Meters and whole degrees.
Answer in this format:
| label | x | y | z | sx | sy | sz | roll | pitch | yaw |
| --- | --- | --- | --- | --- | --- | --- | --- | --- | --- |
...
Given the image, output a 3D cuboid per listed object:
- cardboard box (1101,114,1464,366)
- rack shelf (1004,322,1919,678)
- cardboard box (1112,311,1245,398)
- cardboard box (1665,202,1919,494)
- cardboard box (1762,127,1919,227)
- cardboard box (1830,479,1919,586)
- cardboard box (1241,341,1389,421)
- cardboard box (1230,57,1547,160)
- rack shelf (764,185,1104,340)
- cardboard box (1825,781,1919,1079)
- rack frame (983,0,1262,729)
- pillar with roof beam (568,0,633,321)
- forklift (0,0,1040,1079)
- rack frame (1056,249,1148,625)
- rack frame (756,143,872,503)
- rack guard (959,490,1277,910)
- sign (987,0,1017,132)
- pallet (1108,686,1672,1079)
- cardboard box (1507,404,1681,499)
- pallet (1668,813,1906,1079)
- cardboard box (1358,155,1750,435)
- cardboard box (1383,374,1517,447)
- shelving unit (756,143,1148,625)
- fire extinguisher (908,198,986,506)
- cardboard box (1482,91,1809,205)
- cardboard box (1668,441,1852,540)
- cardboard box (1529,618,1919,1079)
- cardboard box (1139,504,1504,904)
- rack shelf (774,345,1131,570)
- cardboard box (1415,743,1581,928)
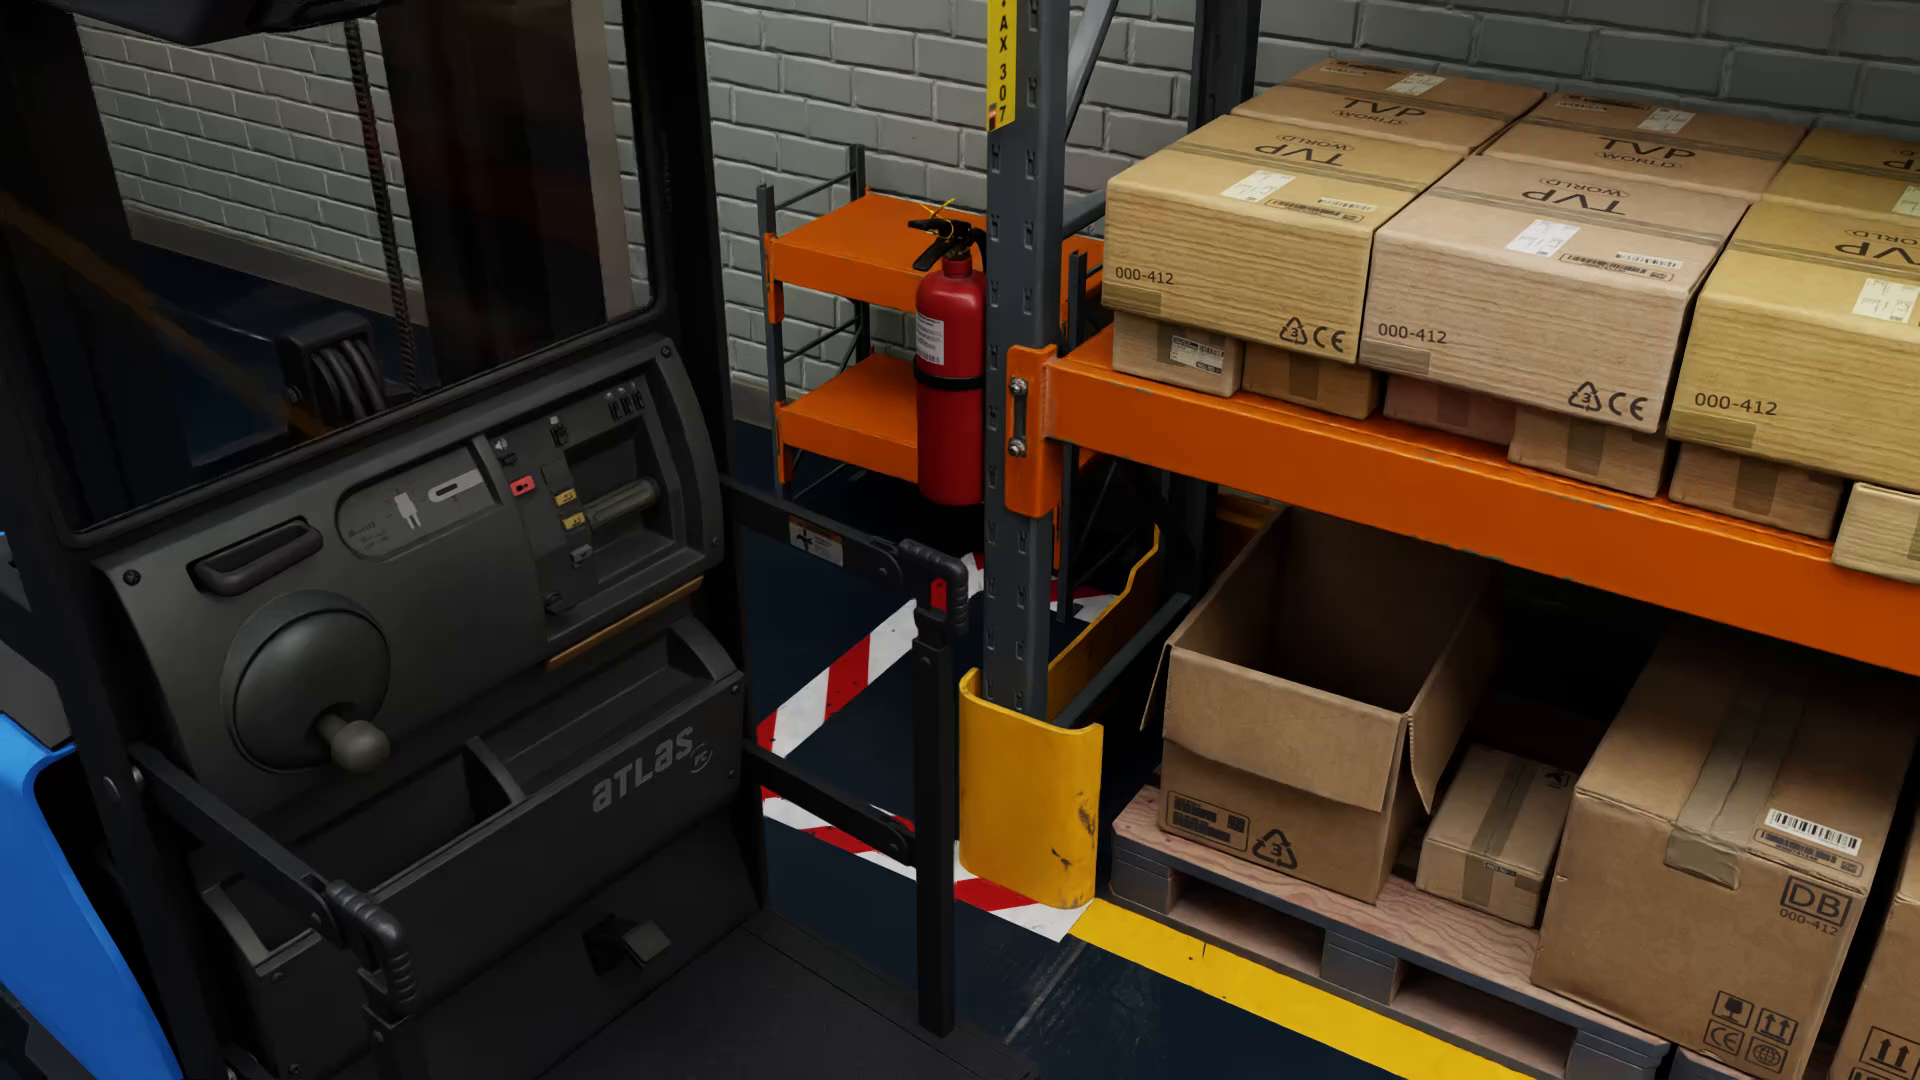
| label | x | y | z | sx | sy | sz | roll | pitch | yaw |
| --- | --- | --- | --- | --- | --- | --- | --- | --- | --- |
| cardboard box | 0.606 | -0.581 | 3.122 | 0.500 | 0.250 | 0.500 | 18 | 35 | 28 |
| rack shelf | 2.059 | 0.093 | 2.828 | 4.000 | 0.370 | 1.077 | 18 | 35 | 27 |
| cardboard box | 0.497 | -0.440 | 3.277 | 0.250 | 0.149 | 0.380 | 17 | 34 | 27 |
| cardboard box | 1.464 | -0.311 | 2.661 | 0.500 | 0.250 | 0.500 | 17 | 34 | 26 |
| cardboard box | 1.749 | -0.534 | 3.042 | 0.500 | 0.250 | 0.500 | 19 | 35 | 29 |
| cardboard box | 1.562 | -0.074 | 2.649 | 0.250 | 0.149 | 0.380 | 17 | 34 | 26 |
| cardboard box | 0.737 | -0.392 | 3.194 | 0.250 | 0.149 | 0.380 | 18 | 35 | 29 |
| cardboard box | 0.896 | -0.807 | 3.511 | 0.500 | 0.250 | 0.500 | 19 | 35 | 29 |
| rack shelf | -0.006 | -0.740 | 4.821 | 1.000 | 0.278 | 0.538 | 17 | 35 | 27 |
| cardboard box | 1.930 | 0.779 | 3.002 | 0.500 | 0.500 | 0.500 | 18 | 35 | 28 |
| rack frame | 0.365 | -0.754 | 3.565 | 0.127 | 3.000 | 1.000 | 18 | 35 | 27 |
| pillar with roof beam | -3.728 | -2.614 | 0.801 | 0.400 | 9.000 | 9.100 | 18 | 35 | 27 |
| forklift | -0.560 | 0.039 | 2.274 | 3.031 | 2.935 | 1.130 | 22 | 37 | 33 |
| rack frame | 0.425 | -0.351 | 4.736 | 0.032 | 1.125 | 0.500 | 17 | 35 | 27 |
| rack frame | -0.437 | -0.623 | 5.201 | 0.032 | 1.125 | 0.500 | 17 | 35 | 27 |
| rack guard | 0.429 | 0.347 | 4.160 | 0.348 | 0.500 | 1.175 | 18 | 35 | 27 |
| sign | 0.076 | -0.896 | 2.950 | 0.005 | 0.325 | 0.100 | 18 | 35 | 27 |
| pallet | 1.105 | 0.685 | 3.867 | 1.213 | 0.211 | 1.003 | 18 | 35 | 27 |
| cardboard box | 1.160 | -0.242 | 2.938 | 0.250 | 0.149 | 0.380 | 19 | 35 | 29 |
| pallet | 2.134 | 1.012 | 3.306 | 1.213 | 0.211 | 1.003 | 18 | 35 | 27 |
| cardboard box | 1.033 | -0.446 | 2.891 | 0.500 | 0.250 | 0.500 | 18 | 35 | 28 |
| cardboard box | 0.978 | -0.336 | 3.098 | 0.250 | 0.149 | 0.380 | 17 | 34 | 27 |
| shelving unit | -0.006 | -0.487 | 4.968 | 1.048 | 1.125 | 0.538 | 17 | 35 | 27 |
| fire extinguisher | -0.005 | -0.401 | 3.408 | 0.183 | 0.674 | 0.296 | 18 | 35 | 27 |
| cardboard box | 1.332 | -0.669 | 3.273 | 0.500 | 0.250 | 0.500 | 18 | 35 | 27 |
| cardboard box | 1.388 | -0.173 | 2.820 | 0.250 | 0.149 | 0.380 | 18 | 35 | 28 |
| cardboard box | 1.536 | 0.595 | 3.318 | 0.500 | 0.500 | 0.700 | 19 | 35 | 29 |
| cardboard box | 0.832 | 0.348 | 3.738 | 0.637 | 0.503 | 0.797 | 16 | 34 | 25 |
| rack shelf | -0.006 | -0.276 | 5.092 | 1.000 | 0.278 | 0.538 | 17 | 35 | 27 |
| cardboard box | 1.172 | 0.631 | 3.604 | 0.250 | 0.149 | 0.380 | 16 | 34 | 25 |
